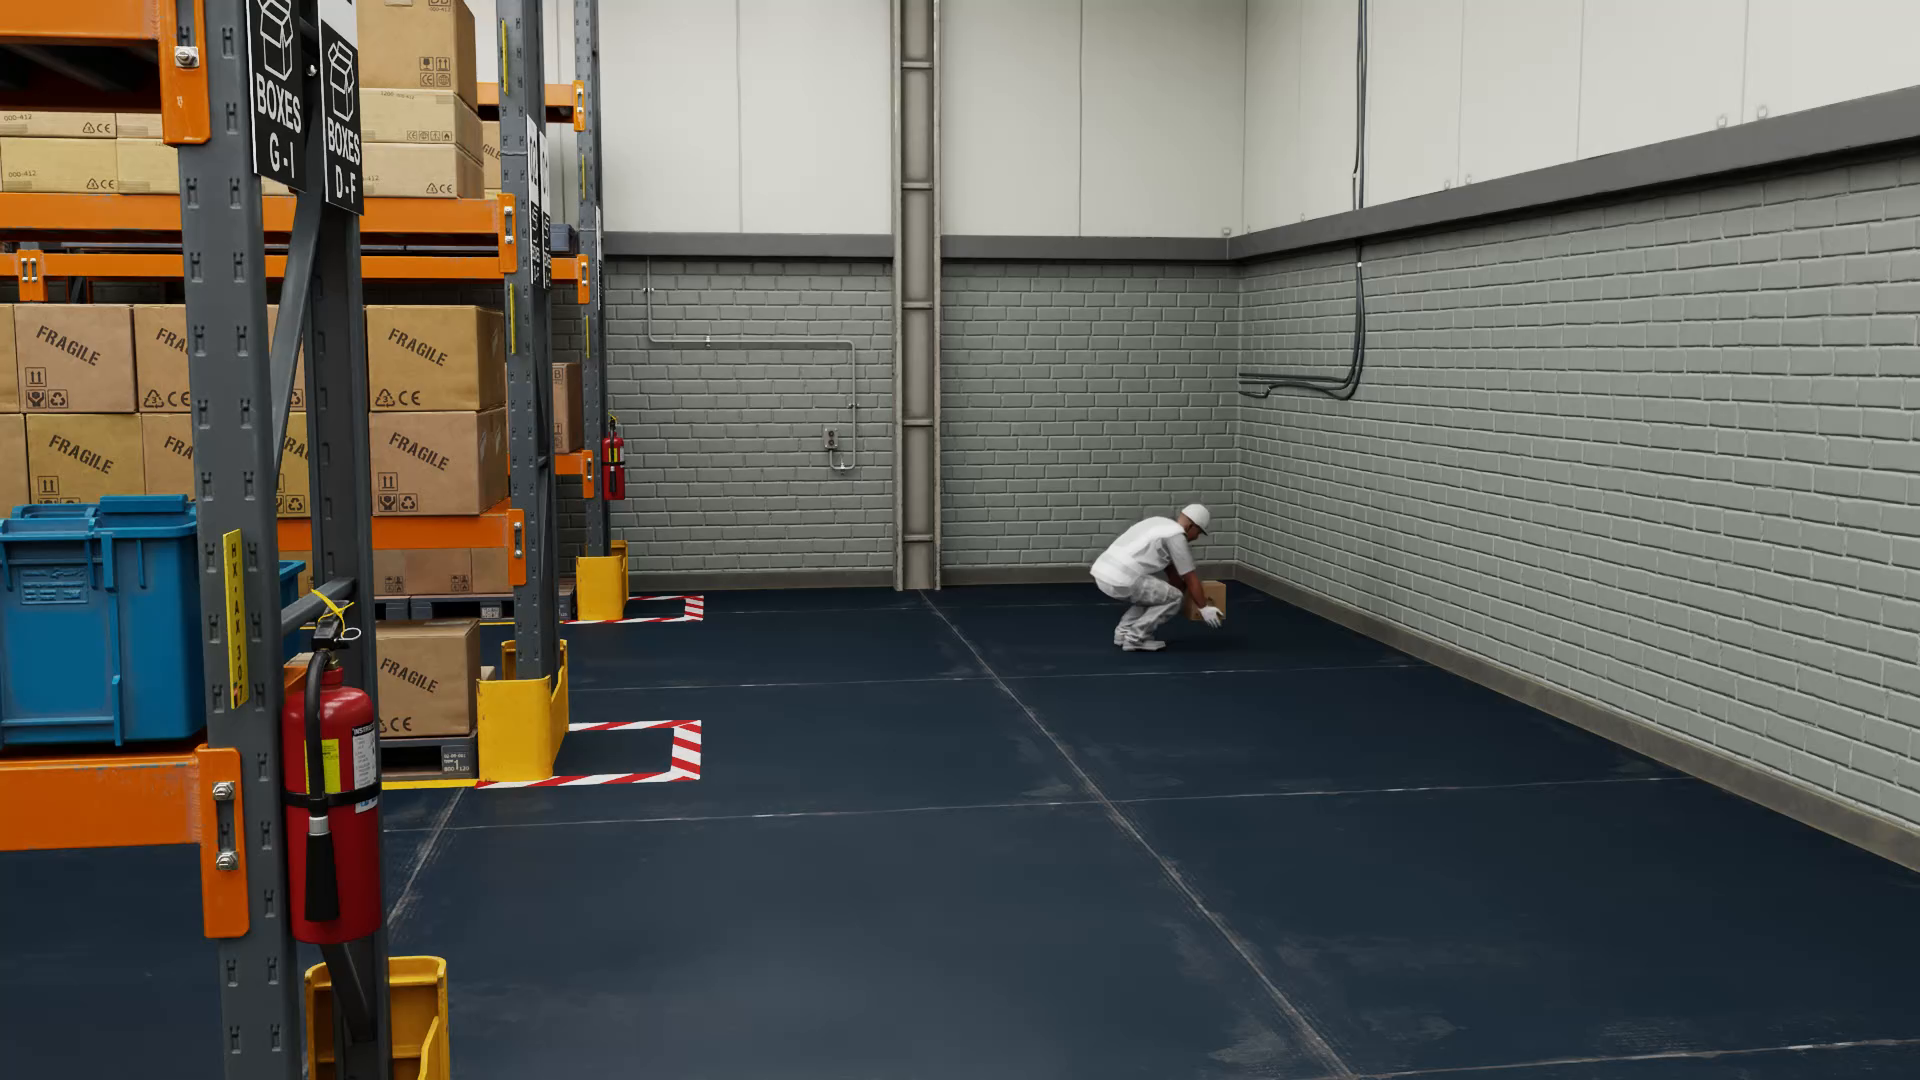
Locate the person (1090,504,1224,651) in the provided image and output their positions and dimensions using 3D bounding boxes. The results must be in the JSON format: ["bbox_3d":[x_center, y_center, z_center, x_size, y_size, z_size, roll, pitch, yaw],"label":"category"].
[{"bbox_3d":[1.382,0.256,11.821,0.912,1.014,0.578,-1,6,-9],"label":"person"}]
